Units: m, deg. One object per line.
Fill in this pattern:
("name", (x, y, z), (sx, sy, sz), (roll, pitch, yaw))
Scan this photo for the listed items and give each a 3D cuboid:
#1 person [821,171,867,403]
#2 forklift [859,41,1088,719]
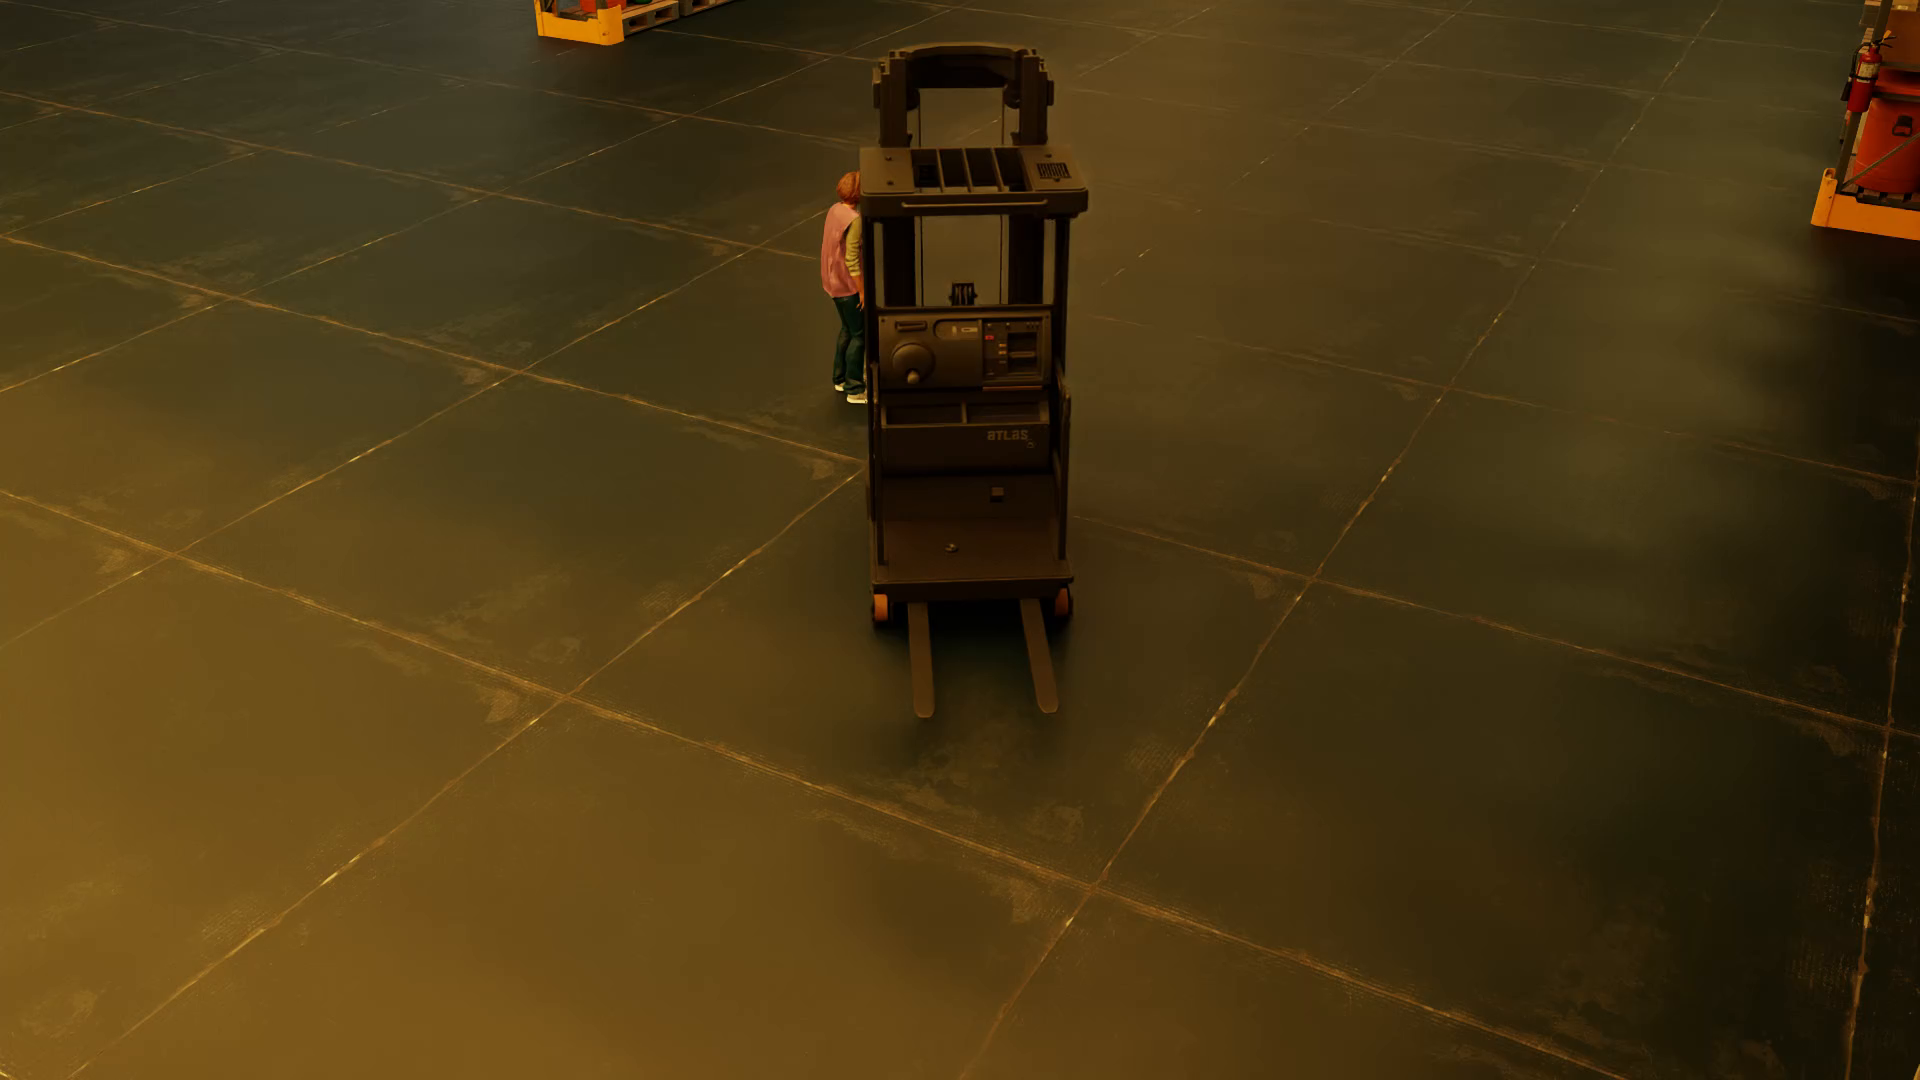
("person", (-0.757, -1.730, 11.408), (0.347, 1.592, 0.476), (-12, 32, -20))
("forklift", (0.045, -0.980, 8.769), (1.130, 2.935, 3.031), (-2, 30, -3))
